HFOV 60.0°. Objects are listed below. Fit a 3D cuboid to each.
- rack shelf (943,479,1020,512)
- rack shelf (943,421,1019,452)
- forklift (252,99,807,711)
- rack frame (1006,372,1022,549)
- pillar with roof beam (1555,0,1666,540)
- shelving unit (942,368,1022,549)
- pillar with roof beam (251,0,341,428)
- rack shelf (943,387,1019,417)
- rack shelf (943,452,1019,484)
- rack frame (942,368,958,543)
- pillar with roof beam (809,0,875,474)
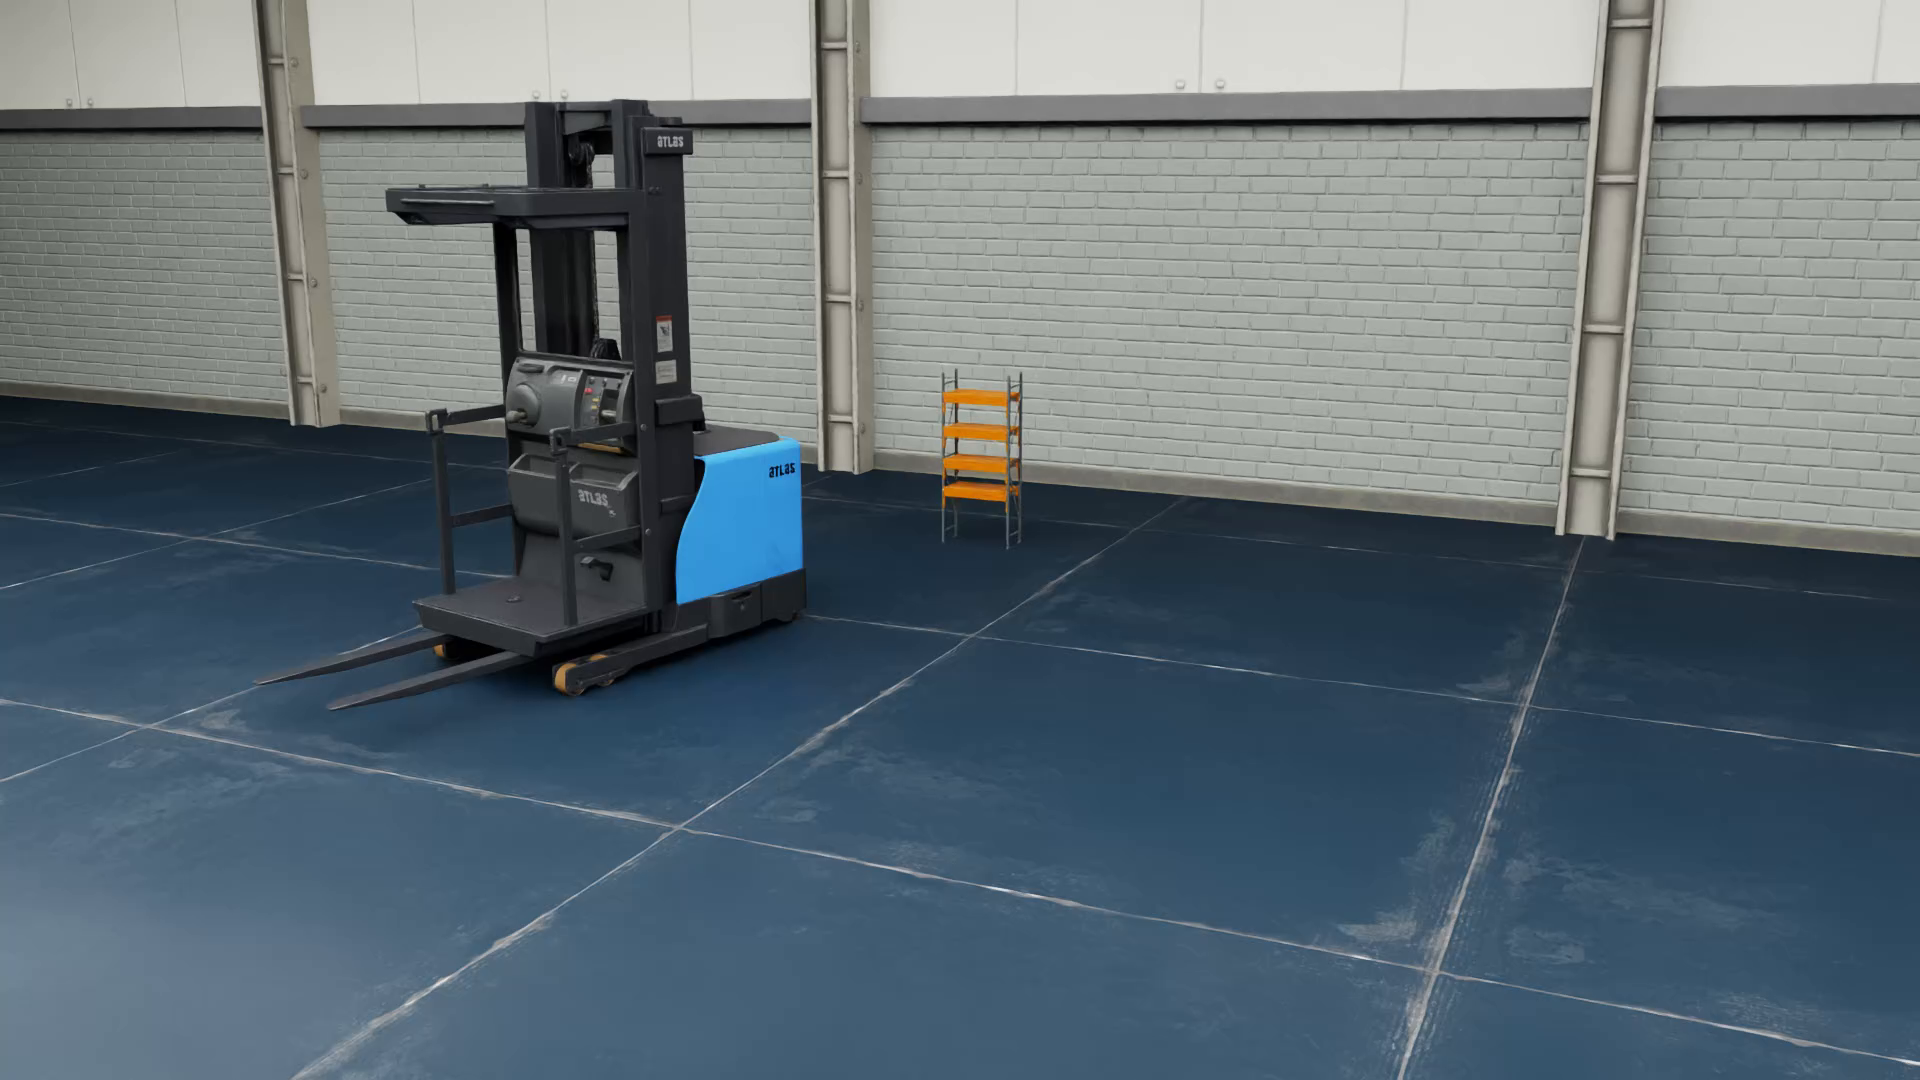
[{"bbox_3d":[0.151,-0.310,11.613,0.480,0.148,0.258,6,14,23],"label":"rack shelf"},{"bbox_3d":[0.151,-0.721,11.517,0.480,0.148,0.258,6,14,23],"label":"rack shelf"},{"bbox_3d":[-2.190,-0.765,8.601,1.130,2.935,3.031,10,16,36],"label":"forklift"},{"bbox_3d":[0.374,-0.546,11.456,0.015,1.200,0.240,6,14,23],"label":"rack frame"},{"bbox_3d":[2.765,-3.533,7.115,0.400,9.000,9.100,6,14,23],"label":"pillar with roof beam"},{"bbox_3d":[0.151,-0.569,11.552,0.503,1.200,0.258,6,14,23],"label":"shelving unit"},{"bbox_3d":[-8.207,-4.644,11.847,0.400,9.000,9.100,6,14,23],"label":"pillar with roof beam"},{"bbox_3d":[0.151,-0.951,11.463,0.480,0.148,0.258,6,14,23],"label":"rack shelf"},{"bbox_3d":[0.151,-0.503,11.568,0.480,0.148,0.258,6,14,23],"label":"rack shelf"},{"bbox_3d":[-0.072,-0.591,11.649,0.015,1.200,0.240,6,14,23],"label":"rack frame"},{"bbox_3d":[-2.721,-4.089,9.481,0.400,9.000,9.100,6,14,23],"label":"pillar with roof beam"}]
